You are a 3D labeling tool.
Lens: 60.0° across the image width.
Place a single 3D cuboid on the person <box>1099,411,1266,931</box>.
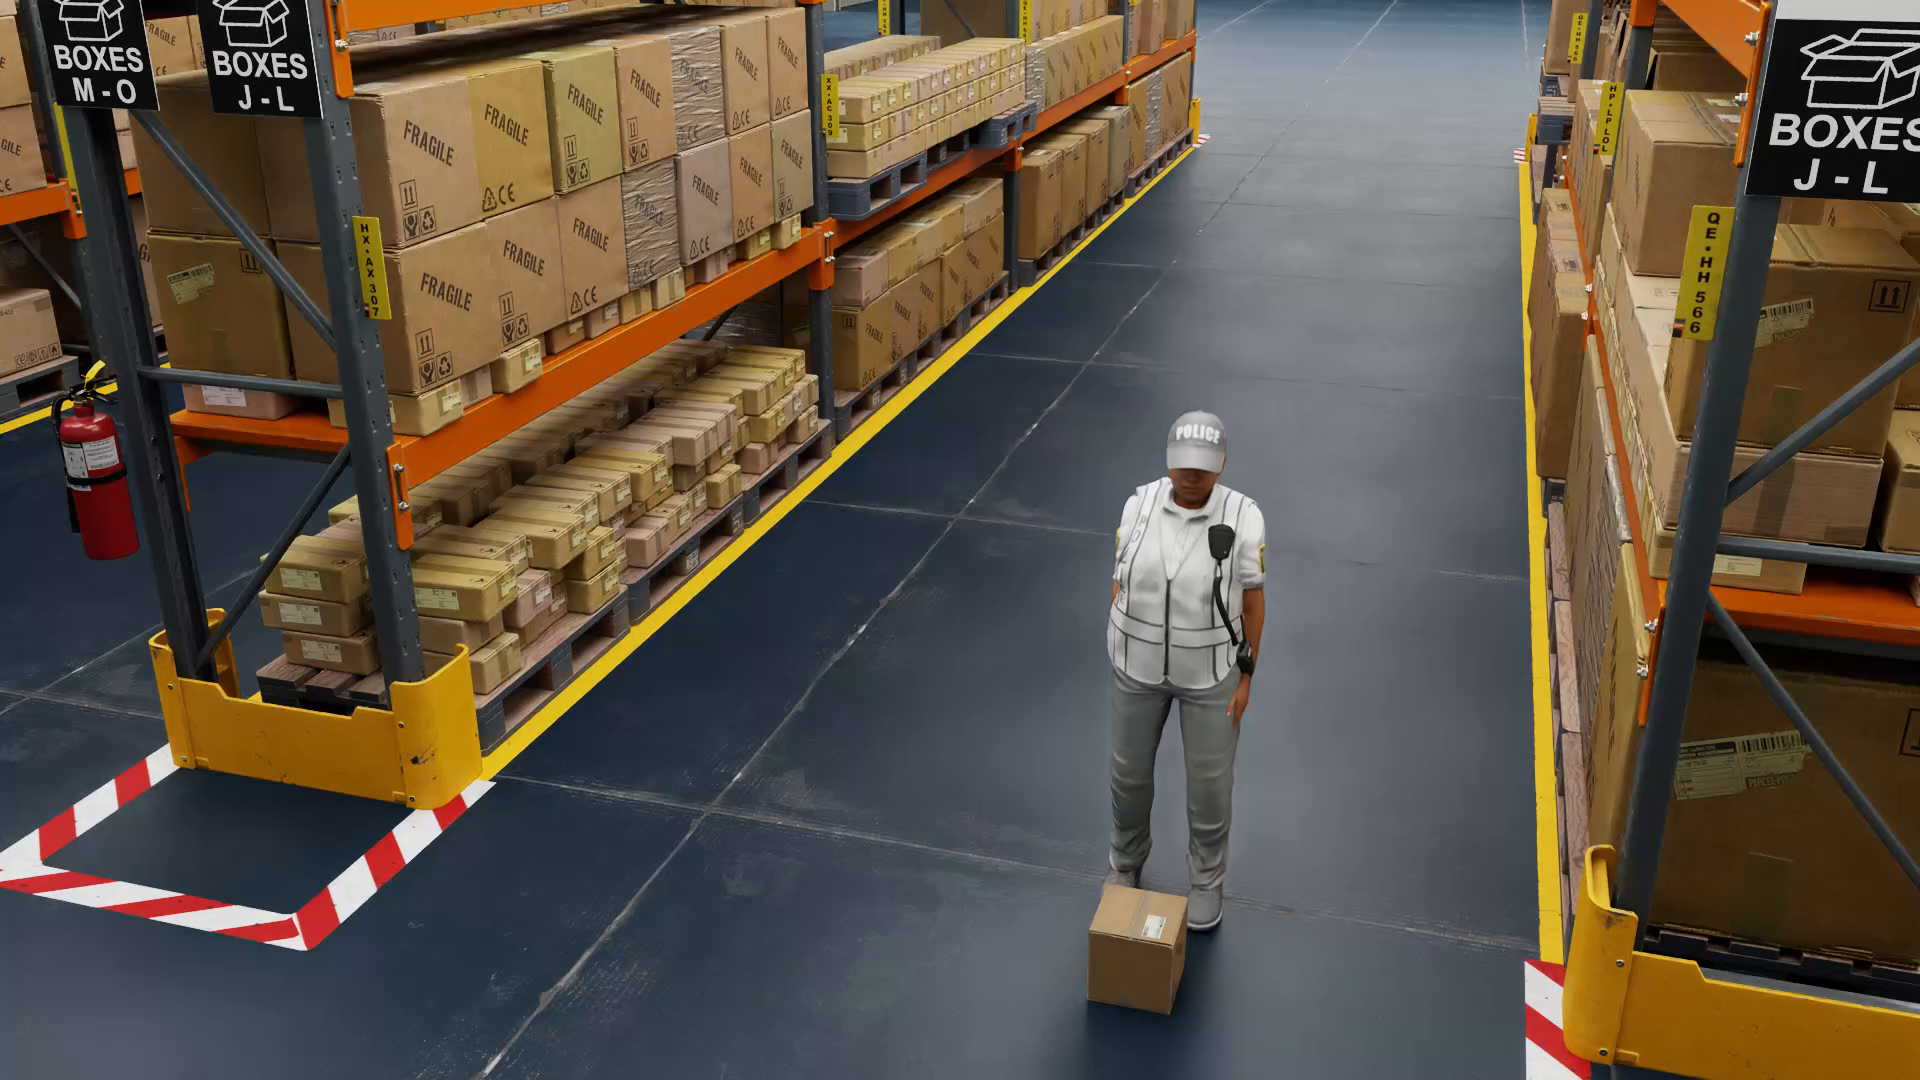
[{"bbox_3d":[0.680,0.416,5.103,0.468,1.684,0.390,7,23,17],"label":"person"}]
